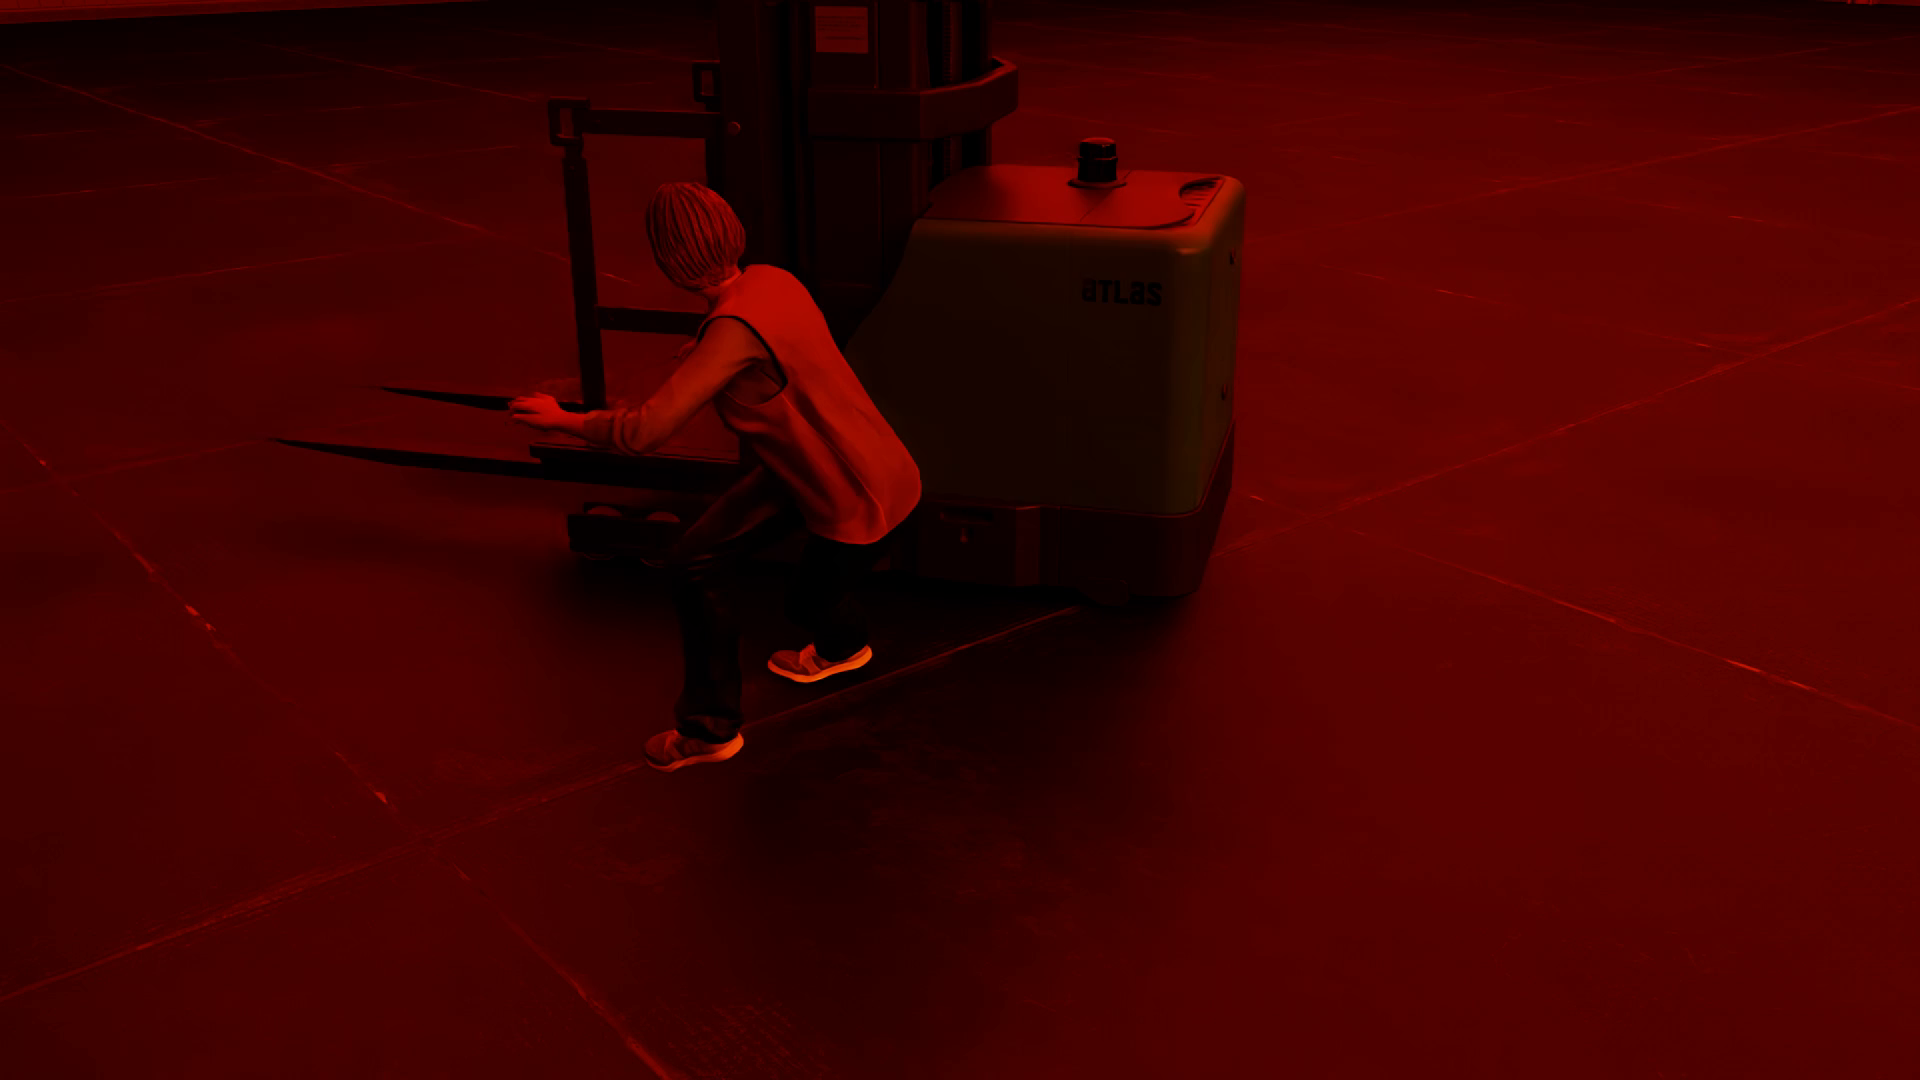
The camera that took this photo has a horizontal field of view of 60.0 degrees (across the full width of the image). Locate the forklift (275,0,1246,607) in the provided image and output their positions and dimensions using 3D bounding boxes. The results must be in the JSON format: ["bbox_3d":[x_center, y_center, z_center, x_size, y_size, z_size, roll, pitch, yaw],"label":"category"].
[{"bbox_3d":[-0.687,-1.459,4.893,3.031,2.935,1.130,6,22,14],"label":"forklift"}]

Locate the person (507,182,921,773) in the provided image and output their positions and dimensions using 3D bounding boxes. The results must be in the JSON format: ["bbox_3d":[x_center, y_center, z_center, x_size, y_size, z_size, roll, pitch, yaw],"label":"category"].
[{"bbox_3d":[-0.538,-0.128,3.660,0.869,1.348,0.846,-7,23,-18],"label":"person"}]
